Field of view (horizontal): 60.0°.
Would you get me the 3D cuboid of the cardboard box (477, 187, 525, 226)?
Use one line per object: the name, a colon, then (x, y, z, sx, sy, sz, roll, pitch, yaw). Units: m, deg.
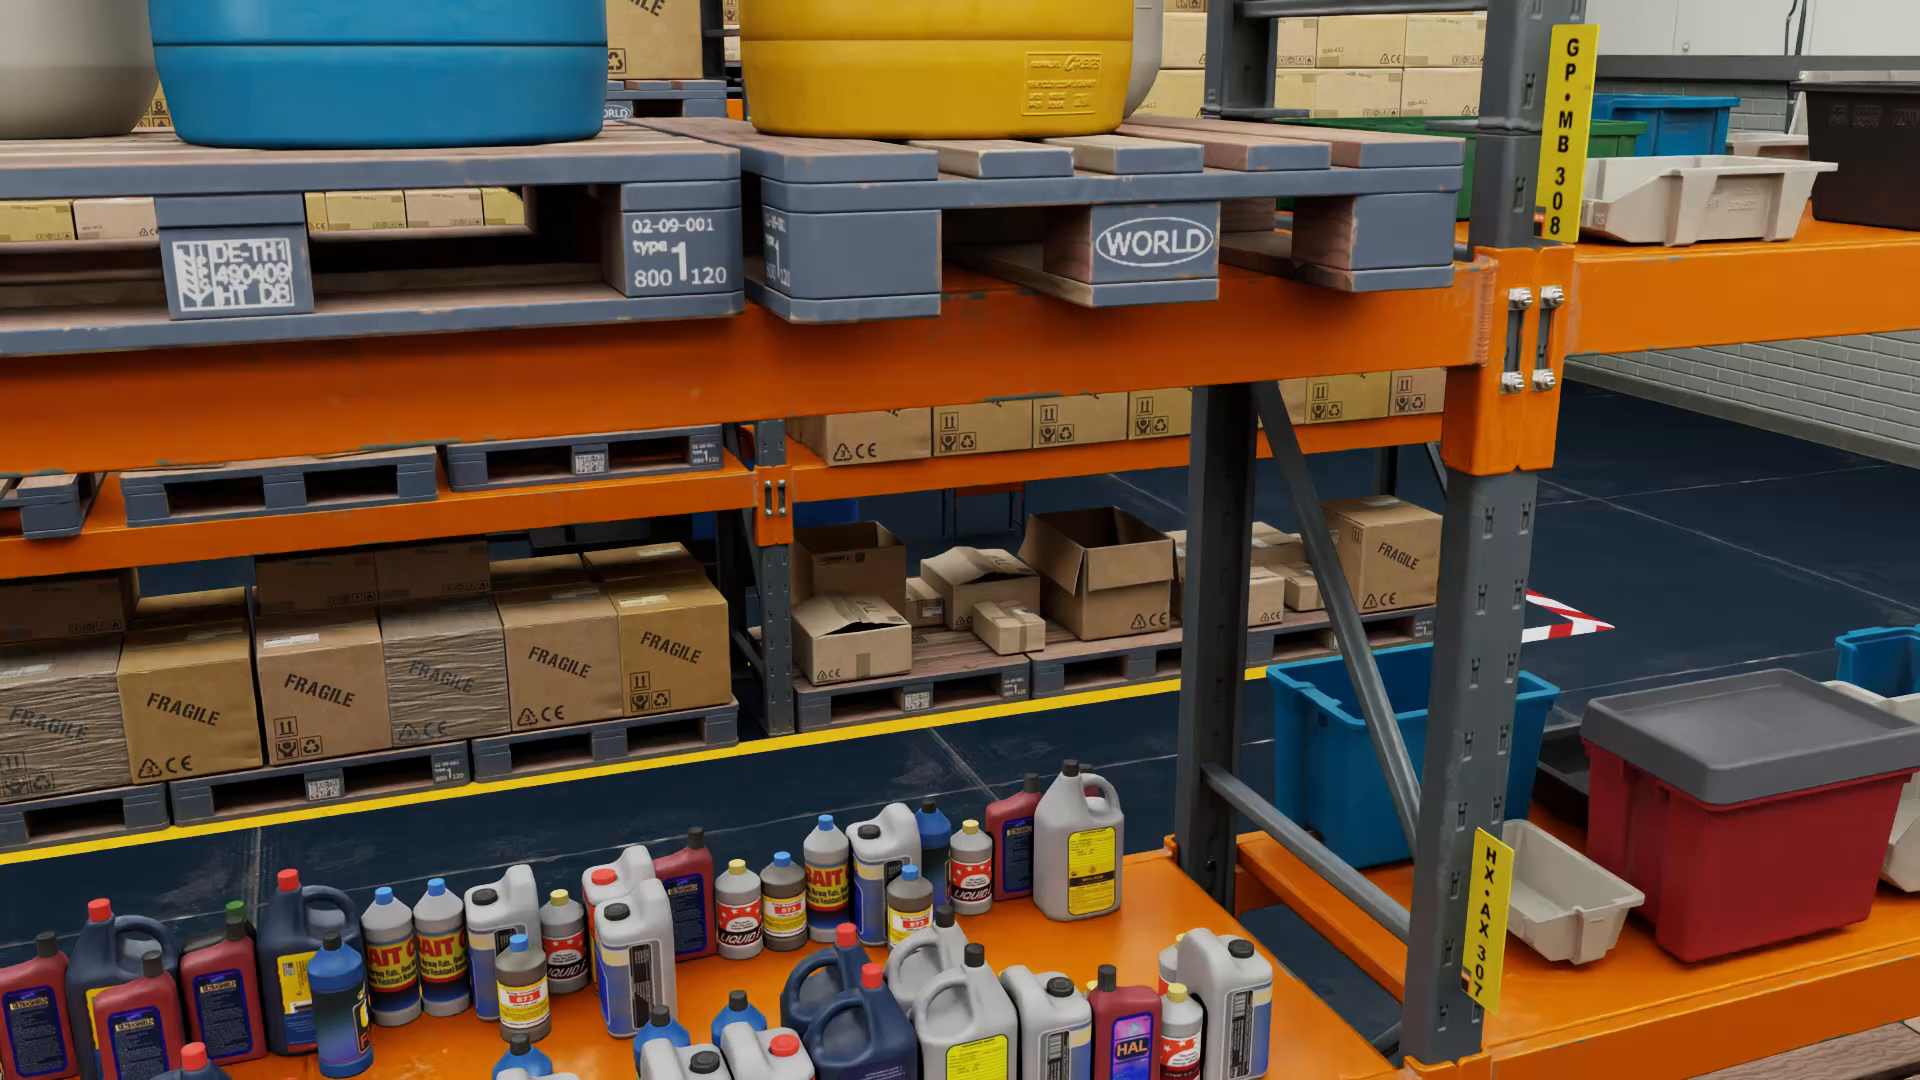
cardboard box: (-3.145, -2.384, 11.821, 0.500, 0.250, 0.500, -6, 17, -19)

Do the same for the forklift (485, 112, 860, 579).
forklift: (-2.194, -1.207, 10.008, 3.031, 2.935, 1.130, -5, 17, -17)

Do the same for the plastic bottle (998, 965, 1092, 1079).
plastic bottle: (0.151, 0.890, 2.966, 0.135, 0.276, 0.152, -6, 17, -20)

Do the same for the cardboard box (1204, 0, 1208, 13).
cardboard box: (1.311, -2.843, 8.179, 0.500, 0.500, 0.700, -6, 17, -20)

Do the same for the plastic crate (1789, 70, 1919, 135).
plastic crate: (2.299, -0.975, 3.981, 0.530, 0.282, 0.437, -6, 17, -20)

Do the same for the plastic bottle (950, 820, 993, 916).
plastic bottle: (0.023, 0.718, 3.681, 0.097, 0.201, 0.097, 0, 16, 0)

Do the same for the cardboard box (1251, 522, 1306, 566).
cardboard box: (1.634, 0.100, 9.532, 0.500, 0.250, 0.500, -6, 17, -20)

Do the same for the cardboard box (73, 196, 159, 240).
cardboard box: (-5.518, -2.127, 10.947, 0.500, 0.250, 0.500, -6, 18, -21)

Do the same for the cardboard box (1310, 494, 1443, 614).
cardboard box: (2.291, 0.069, 9.194, 0.500, 0.500, 0.500, -6, 17, -20)

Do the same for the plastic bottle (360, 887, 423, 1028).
plastic bottle: (-1.115, 0.808, 3.253, 0.097, 0.271, 0.097, 0, 16, 0)

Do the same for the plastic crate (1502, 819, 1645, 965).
plastic crate: (1.230, 0.757, 3.559, 0.243, 0.136, 0.396, -6, 17, -20)

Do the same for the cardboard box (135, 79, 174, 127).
cardboard box: (-3.403, -1.876, 6.661, 0.500, 0.500, 0.910, -6, 17, -20)

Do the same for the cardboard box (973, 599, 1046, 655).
cardboard box: (0.249, 0.438, 8.531, 0.250, 0.166, 0.380, -6, 17, -20)

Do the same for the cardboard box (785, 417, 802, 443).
cardboard box: (-0.650, -0.801, 8.325, 0.500, 0.500, 0.500, -6, 17, -19)

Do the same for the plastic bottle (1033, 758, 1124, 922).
plastic bottle: (0.262, 0.646, 3.661, 0.185, 0.351, 0.144, -6, 17, -20)

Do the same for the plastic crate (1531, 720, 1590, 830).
plastic crate: (1.693, 0.588, 4.154, 0.590, 0.125, 0.437, -6, 17, -20)

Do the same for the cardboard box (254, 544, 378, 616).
cardboard box: (-2.966, 0.129, 7.658, 0.500, 0.250, 0.500, -7, 18, -21)

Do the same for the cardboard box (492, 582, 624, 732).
cardboard box: (-1.848, 0.526, 7.639, 0.500, 0.500, 0.500, -6, 17, -20)

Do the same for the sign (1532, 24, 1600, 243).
sign: (0.939, -0.630, 2.581, 0.005, 0.325, 0.100, -6, 17, -20)

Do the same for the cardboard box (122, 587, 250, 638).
cardboard box: (-3.487, 0.548, 7.563, 0.500, 0.500, 0.500, -7, 18, -22)

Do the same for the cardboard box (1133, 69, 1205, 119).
cardboard box: (0.919, -2.137, 7.994, 0.500, 0.250, 0.500, -6, 17, -20)

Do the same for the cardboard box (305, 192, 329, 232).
cardboard box: (-4.578, -2.232, 11.303, 0.500, 0.250, 0.500, -7, 18, -21)

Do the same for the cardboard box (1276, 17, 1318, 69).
cardboard box: (1.387, -2.427, 8.094, 0.500, 0.250, 0.500, -6, 17, -20)

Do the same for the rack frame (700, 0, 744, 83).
rack frame: (-1.025, -3.514, 7.092, 0.127, 3.000, 1.000, -6, 17, -20)

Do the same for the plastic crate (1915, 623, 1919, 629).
plastic crate: (2.901, 0.388, 4.645, 0.300, 0.233, 0.416, -6, 17, -20)

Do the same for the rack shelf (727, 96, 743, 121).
rack shelf: (-0.933, -3.234, 12.740, 4.000, 0.370, 1.077, -6, 17, -20)

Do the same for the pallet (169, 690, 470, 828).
pallet: (-2.912, 0.919, 7.595, 1.213, 0.211, 1.003, -6, 17, -20)

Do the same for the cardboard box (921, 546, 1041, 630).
cardboard box: (0.106, 0.236, 8.962, 0.500, 0.311, 0.500, -6, 17, -20)

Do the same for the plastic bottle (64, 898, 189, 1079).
plastic bottle: (-1.535, 0.822, 3.063, 0.185, 0.351, 0.144, -6, 17, -20)

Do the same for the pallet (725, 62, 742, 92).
pallet: (-2.033, -3.415, 12.236, 1.213, 0.211, 1.003, -6, 17, -20)

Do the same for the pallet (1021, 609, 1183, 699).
pallet: (0.758, 0.510, 8.988, 1.213, 0.211, 1.003, -6, 17, -20)

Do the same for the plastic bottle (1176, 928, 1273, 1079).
plastic bottle: (0.492, 0.853, 3.091, 0.135, 0.276, 0.152, -6, 17, -20)

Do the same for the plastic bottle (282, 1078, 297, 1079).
plastic bottle: (-1.026, 0.982, 2.518, 0.185, 0.351, 0.144, -6, 17, -20)

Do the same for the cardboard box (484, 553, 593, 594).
cardboard box: (-2.058, 0.394, 8.087, 0.500, 0.500, 0.500, -6, 17, -19)

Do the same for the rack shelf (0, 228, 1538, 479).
rack shelf: (-1.123, -0.224, 2.490, 4.000, 0.370, 1.077, -6, 17, -20)

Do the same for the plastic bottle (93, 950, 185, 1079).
plastic bottle: (-1.474, 0.879, 2.989, 0.133, 0.283, 0.061, -6, 17, -20)

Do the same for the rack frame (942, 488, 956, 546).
rack frame: (-0.073, -0.568, 10.902, 0.015, 1.200, 0.240, -6, 17, -20)

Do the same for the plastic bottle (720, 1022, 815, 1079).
plastic bottle: (-0.320, 0.940, 2.792, 0.135, 0.276, 0.152, -6, 17, -20)

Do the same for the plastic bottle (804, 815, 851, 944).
plastic bottle: (-0.284, 0.718, 3.558, 0.097, 0.271, 0.097, 0, 16, 0)

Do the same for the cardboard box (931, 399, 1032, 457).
cardboard box: (0.026, -0.715, 8.033, 0.500, 0.500, 0.500, -6, 17, -19)

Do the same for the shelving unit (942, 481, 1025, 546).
shelving unit: (0.155, -0.592, 10.986, 0.503, 1.200, 0.258, -6, 17, -20)

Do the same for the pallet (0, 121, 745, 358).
pallet: (-1.011, -0.460, 2.354, 1.213, 0.211, 1.003, -6, 17, -20)

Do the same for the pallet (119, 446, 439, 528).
pallet: (-2.946, -0.337, 7.263, 1.213, 0.211, 1.003, -6, 17, -20)

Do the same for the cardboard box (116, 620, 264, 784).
cardboard box: (-3.276, 0.682, 7.107, 0.500, 0.500, 0.500, -6, 18, -21)

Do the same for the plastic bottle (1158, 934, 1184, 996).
plastic bottle: (0.430, 0.858, 3.207, 0.097, 0.201, 0.097, 0, 16, 0)

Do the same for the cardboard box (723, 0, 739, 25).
cardboard box: (-1.557, -3.966, 11.970, 0.500, 0.500, 0.500, -7, 18, -21)

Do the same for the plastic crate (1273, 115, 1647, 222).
plastic crate: (1.032, -0.791, 3.522, 0.662, 0.188, 0.450, -6, 17, -20)

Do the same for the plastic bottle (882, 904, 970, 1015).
plastic bottle: (-0.049, 0.833, 3.026, 0.185, 0.351, 0.144, -6, 17, -20)

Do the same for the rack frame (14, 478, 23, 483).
rack frame: (-6.536, -1.535, 11.001, 0.127, 3.000, 1.000, -6, 17, -20)

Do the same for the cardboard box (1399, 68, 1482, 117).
cardboard box: (2.325, -2.285, 8.497, 0.500, 0.250, 0.500, -6, 17, -20)

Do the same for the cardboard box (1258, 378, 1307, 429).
cardboard box: (1.439, -0.868, 8.552, 0.500, 0.500, 0.500, -6, 17, -20)

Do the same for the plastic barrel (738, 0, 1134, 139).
plastic barrel: (-0.035, -0.917, 2.495, 0.600, 0.588, 0.600, 0, 16, 0)

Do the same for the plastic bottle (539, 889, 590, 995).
plastic bottle: (-0.807, 0.808, 3.376, 0.097, 0.201, 0.097, 0, 16, 0)

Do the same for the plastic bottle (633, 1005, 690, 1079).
plastic bottle: (-0.508, 0.925, 2.852, 0.097, 0.271, 0.097, 0, 16, 0)

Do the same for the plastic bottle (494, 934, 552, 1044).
plastic bottle: (-0.844, 0.858, 3.206, 0.097, 0.201, 0.097, 0, 16, 0)

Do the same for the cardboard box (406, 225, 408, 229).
cardboard box: (-4.087, -1.923, 11.583, 0.500, 0.500, 0.500, -6, 17, -20)
